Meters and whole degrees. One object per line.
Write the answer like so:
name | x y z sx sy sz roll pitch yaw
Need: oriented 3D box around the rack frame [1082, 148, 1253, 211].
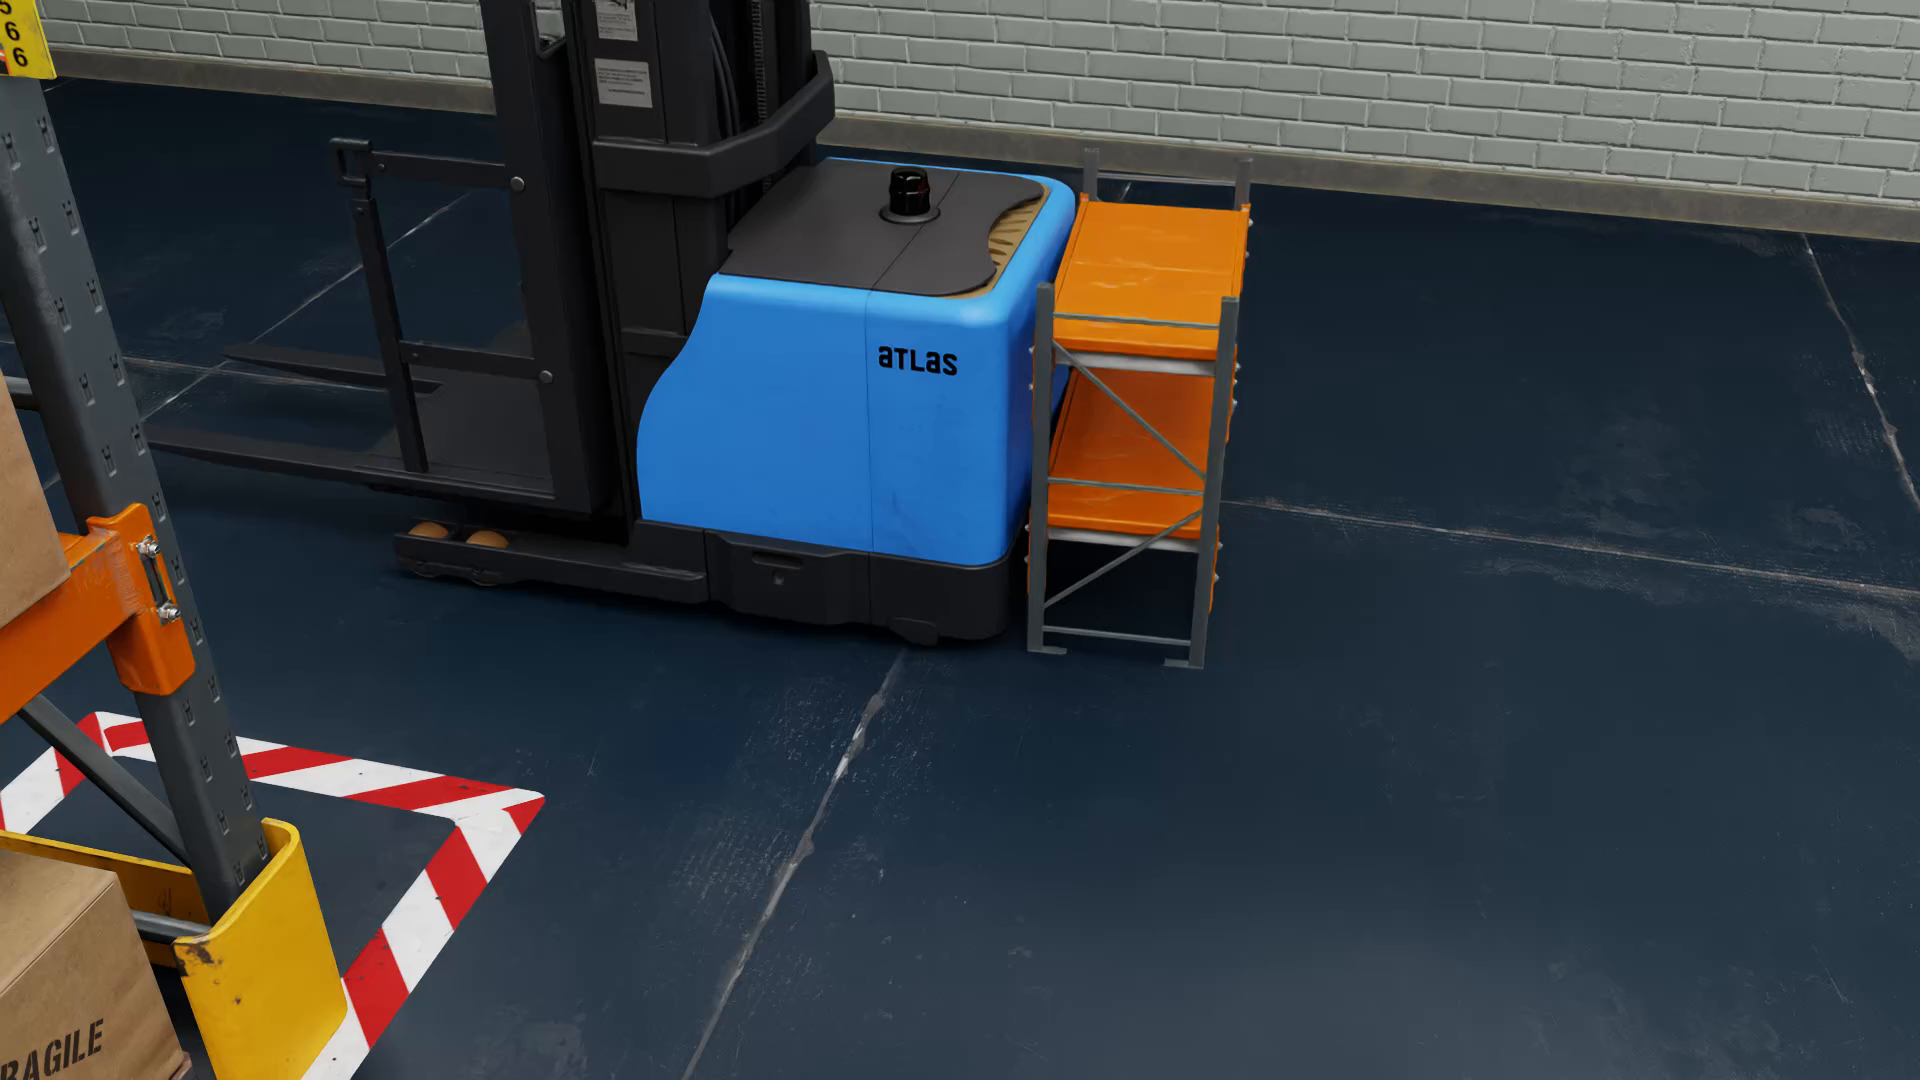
rack frame | 0.621 -0.676 5.265 0.500 1.125 0.032 6 33 9

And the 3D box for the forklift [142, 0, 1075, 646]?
forklift | -1.219 -1.361 4.658 3.031 2.935 1.130 8 33 12

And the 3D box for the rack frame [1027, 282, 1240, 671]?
rack frame | 0.440 -0.139 4.421 0.500 1.125 0.032 6 33 9

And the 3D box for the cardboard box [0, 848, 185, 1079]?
cardboard box | -1.812 0.898 2.962 0.500 0.500 0.500 8 33 12

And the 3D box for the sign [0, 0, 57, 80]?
sign | -1.381 -0.823 2.375 0.100 0.325 0.005 8 33 12

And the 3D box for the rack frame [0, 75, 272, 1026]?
rack frame | -1.912 -0.287 2.906 1.000 3.000 0.127 8 33 12

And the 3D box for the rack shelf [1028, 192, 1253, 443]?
rack shelf | 0.530 -0.655 4.686 0.538 0.278 1.000 6 33 9

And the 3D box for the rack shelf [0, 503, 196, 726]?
rack shelf | -2.420 1.054 1.466 1.077 0.370 4.000 8 33 12

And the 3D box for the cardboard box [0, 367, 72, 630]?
cardboard box | -1.763 -0.060 2.455 0.500 0.500 0.500 9 34 14

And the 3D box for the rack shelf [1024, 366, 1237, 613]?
rack shelf | 0.530 -0.201 4.974 0.538 0.278 1.000 6 33 9

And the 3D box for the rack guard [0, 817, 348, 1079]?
rack guard | -1.932 0.807 3.514 1.175 0.500 0.348 8 33 12

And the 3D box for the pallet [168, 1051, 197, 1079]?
pallet | -2.133 1.343 2.941 1.003 0.211 1.213 8 33 12

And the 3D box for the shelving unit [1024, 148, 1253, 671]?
shelving unit | 0.530 -0.408 4.843 0.538 1.125 1.048 6 33 9
